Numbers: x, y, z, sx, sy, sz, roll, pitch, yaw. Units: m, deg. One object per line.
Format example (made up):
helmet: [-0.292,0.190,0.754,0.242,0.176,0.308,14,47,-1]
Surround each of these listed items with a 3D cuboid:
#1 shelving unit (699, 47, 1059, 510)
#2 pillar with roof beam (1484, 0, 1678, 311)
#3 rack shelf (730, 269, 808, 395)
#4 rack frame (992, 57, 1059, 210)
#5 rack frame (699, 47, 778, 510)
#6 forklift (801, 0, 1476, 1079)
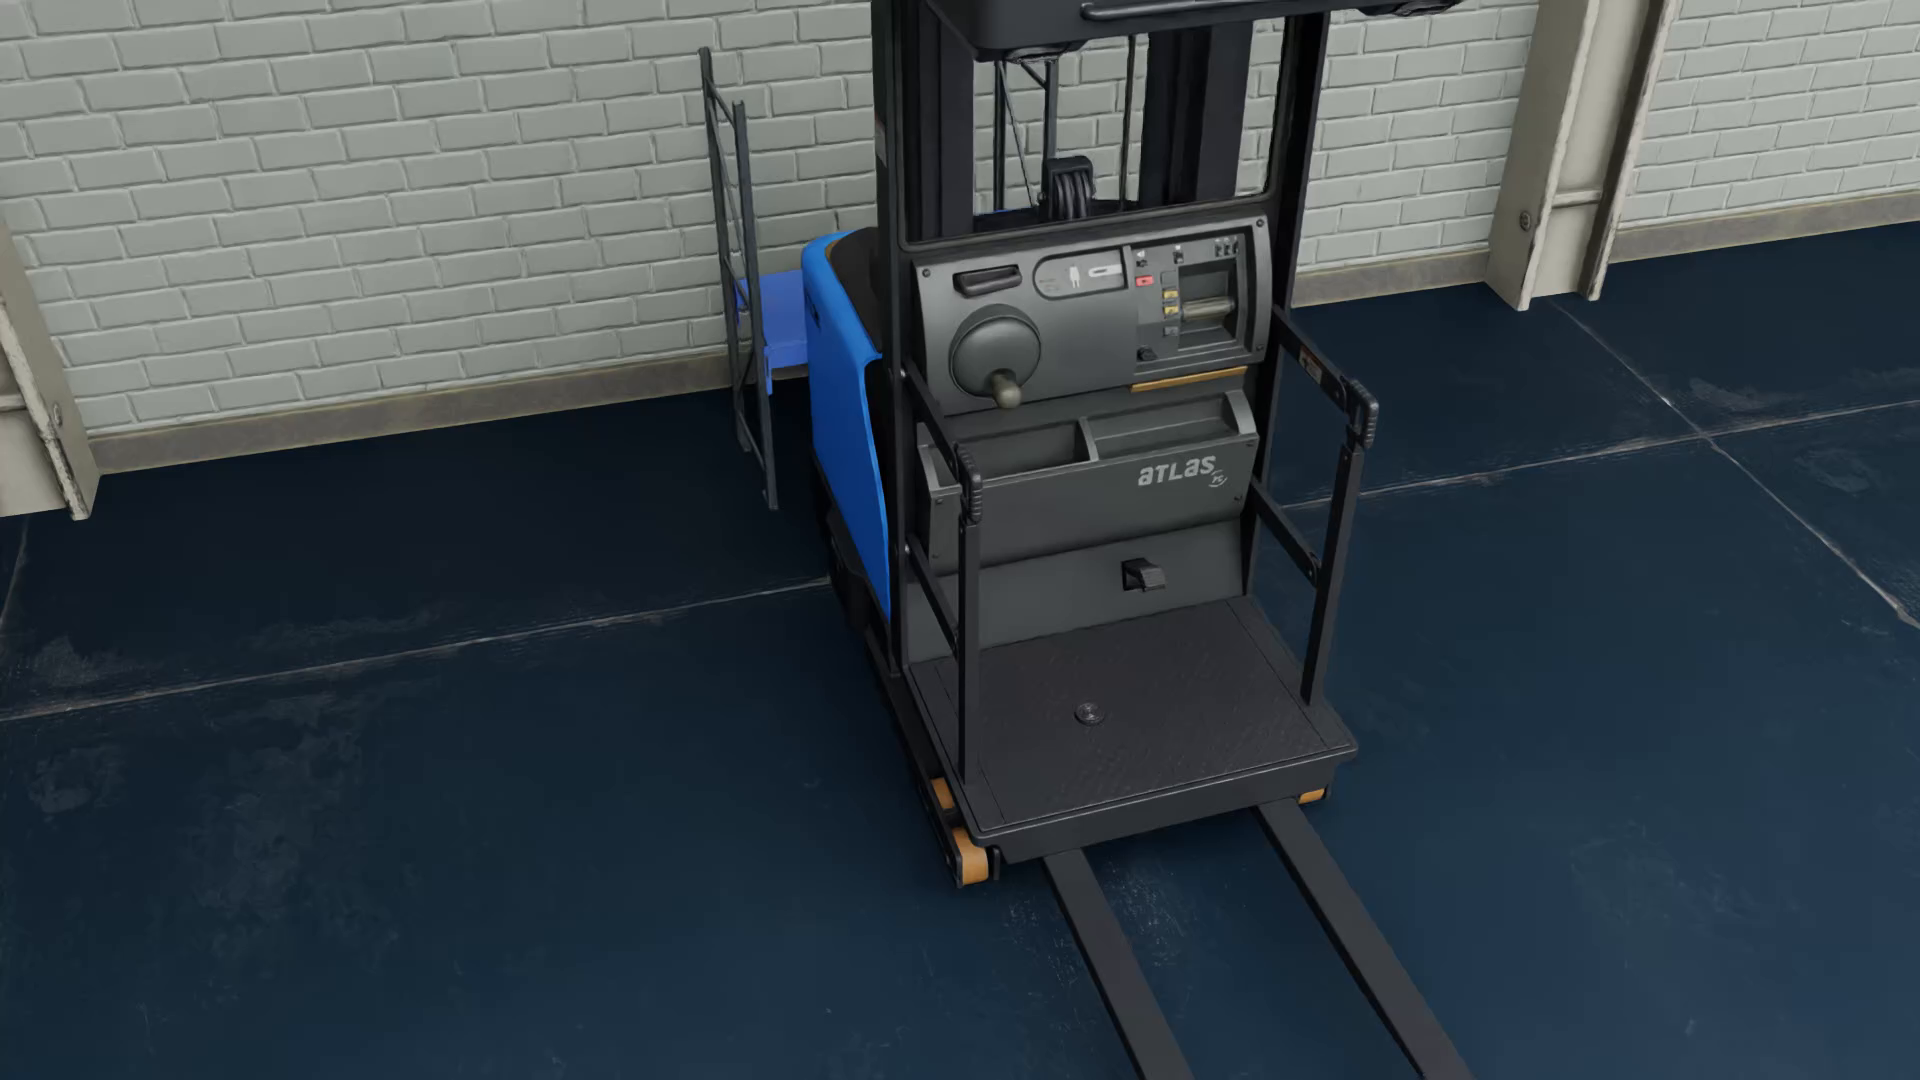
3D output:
shelving unit: [-0.264,-0.953,5.762,1.048,1.500,0.538,-12,39,-16]
pillar with roof beam: [3.621,-2.135,1.134,0.400,9.000,9.100,-9,38,-12]
rack shelf: [-0.264,-0.810,5.871,1.000,0.185,0.538,-12,39,-16]
rack frame: [0.214,-1.057,5.897,0.032,1.500,0.500,-12,39,-16]
rack frame: [-0.743,-0.849,5.626,0.032,1.500,0.500,-12,39,-16]
forklift: [0.412,-0.502,3.994,1.130,2.935,3.031,-11,39,-14]
